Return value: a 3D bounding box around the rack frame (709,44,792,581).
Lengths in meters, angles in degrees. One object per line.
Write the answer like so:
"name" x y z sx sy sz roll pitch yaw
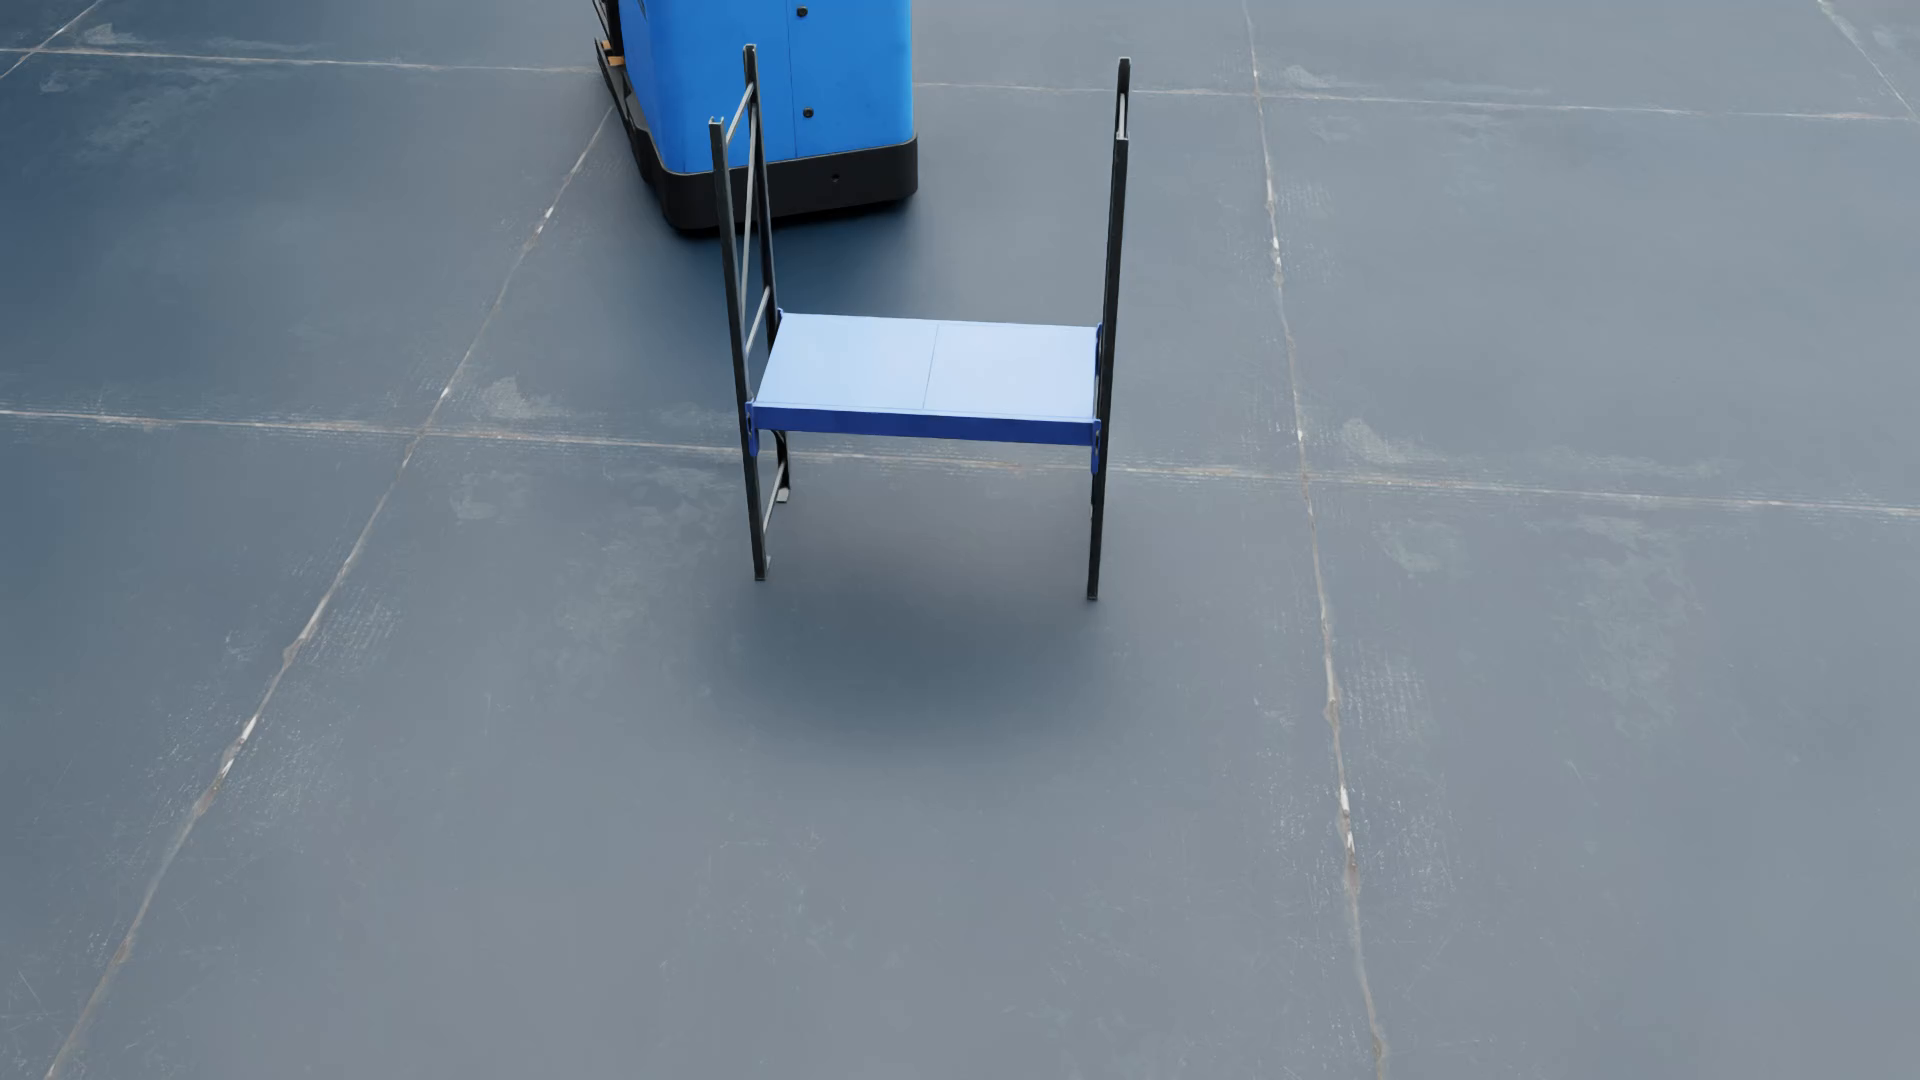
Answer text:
"rack frame" -0.591 -0.614 4.816 0.032 1.500 0.500 3 39 4

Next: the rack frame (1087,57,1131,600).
"rack frame" 0.421 -0.559 4.748 0.032 1.500 0.500 3 39 4

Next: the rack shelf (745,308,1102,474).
"rack shelf" -0.085 -0.447 4.896 1.000 0.185 0.538 3 39 4

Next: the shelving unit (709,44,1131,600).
"shelving unit" -0.085 -0.586 4.782 1.048 1.500 0.538 3 39 4

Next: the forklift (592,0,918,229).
"forklift" -1.110 -3.319 7.006 1.130 2.935 3.031 -11 41 -14
